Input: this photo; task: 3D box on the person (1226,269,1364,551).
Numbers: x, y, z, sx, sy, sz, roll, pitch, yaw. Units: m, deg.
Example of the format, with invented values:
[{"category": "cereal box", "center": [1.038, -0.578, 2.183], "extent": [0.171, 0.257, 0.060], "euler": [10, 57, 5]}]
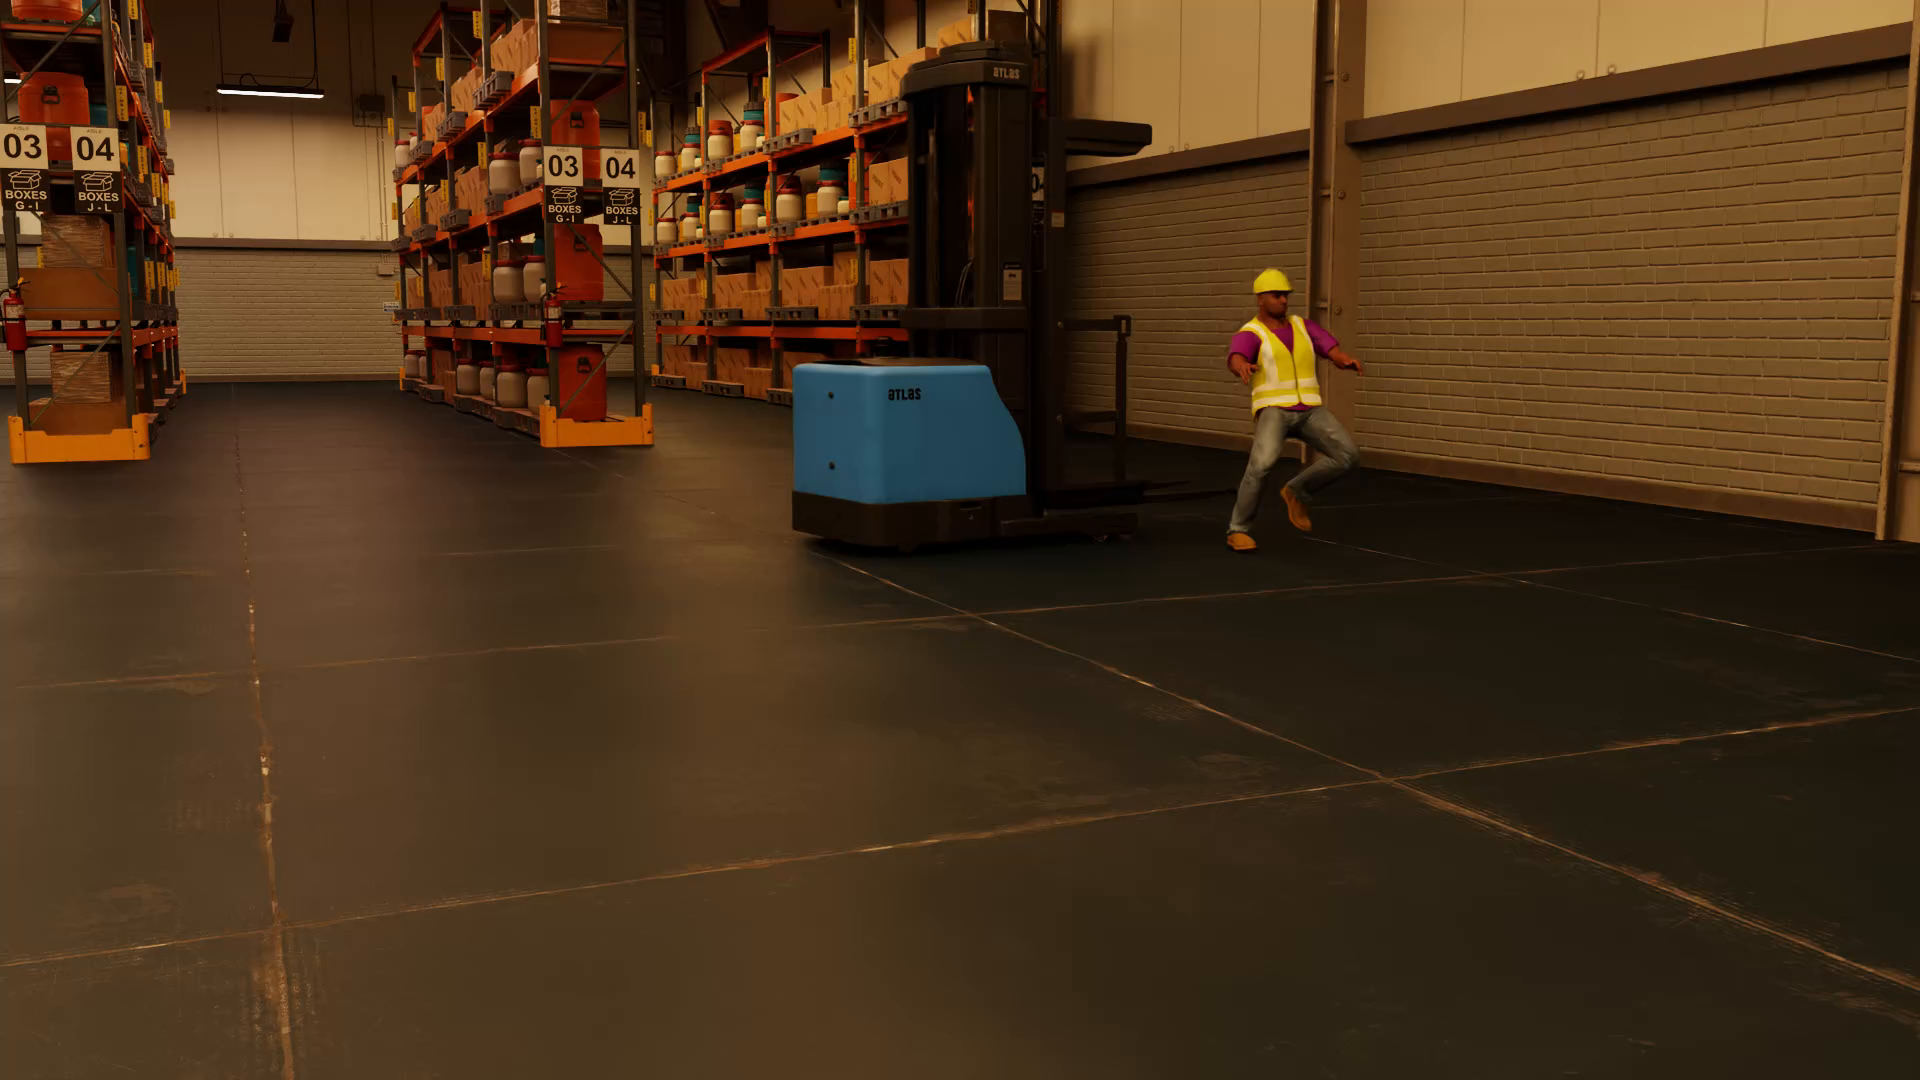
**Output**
[{"category": "person", "center": [1.888, -0.765, 9.693], "extent": [0.896, 1.617, 0.754], "euler": [-3, 8, -19]}]

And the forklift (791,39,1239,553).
[{"category": "forklift", "center": [0.491, -1.503, 10.339], "extent": [3.031, 2.935, 1.130], "euler": [-5, 9, -33]}]
